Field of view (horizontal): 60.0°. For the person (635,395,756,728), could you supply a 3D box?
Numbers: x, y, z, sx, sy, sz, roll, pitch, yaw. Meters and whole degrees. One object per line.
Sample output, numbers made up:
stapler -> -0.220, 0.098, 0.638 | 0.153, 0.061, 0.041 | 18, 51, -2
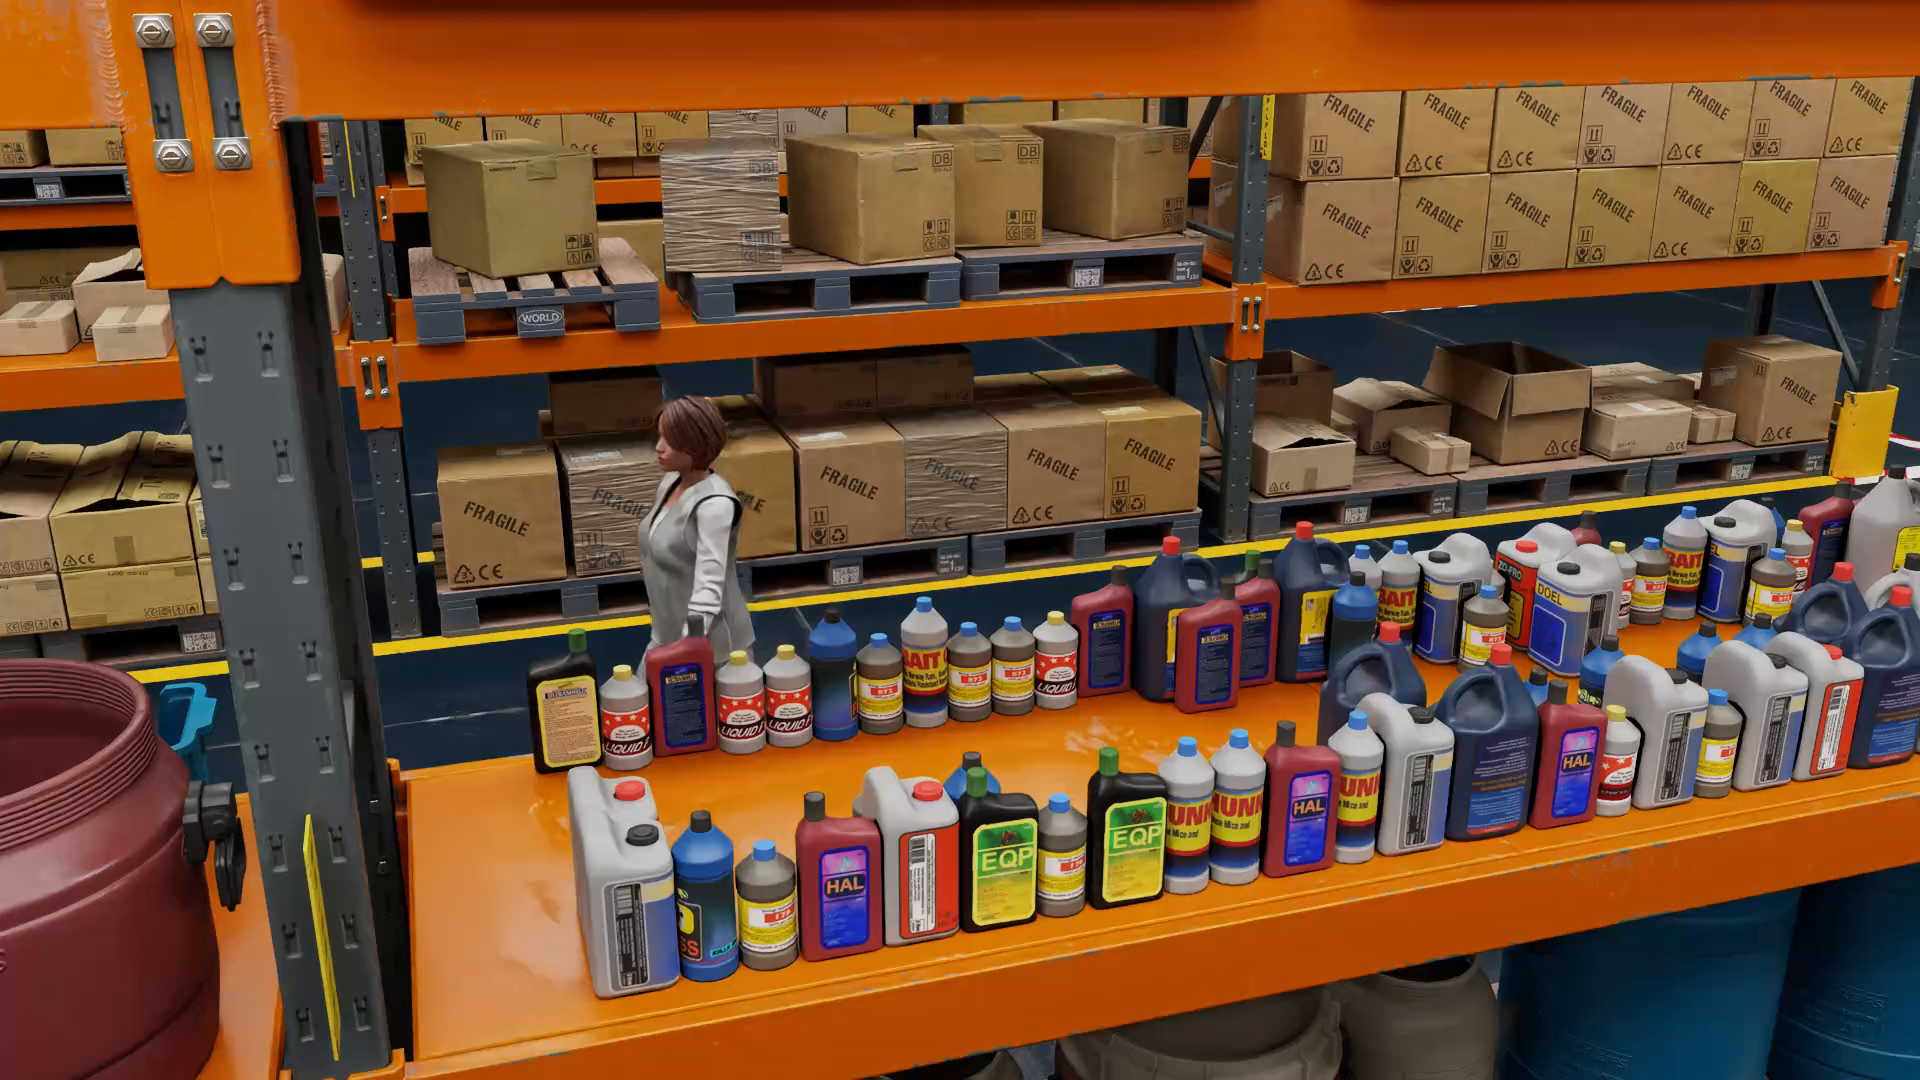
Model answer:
person -> -0.837, 0.351, 5.101 | 0.724, 1.620, 0.459 | -13, 23, -32
